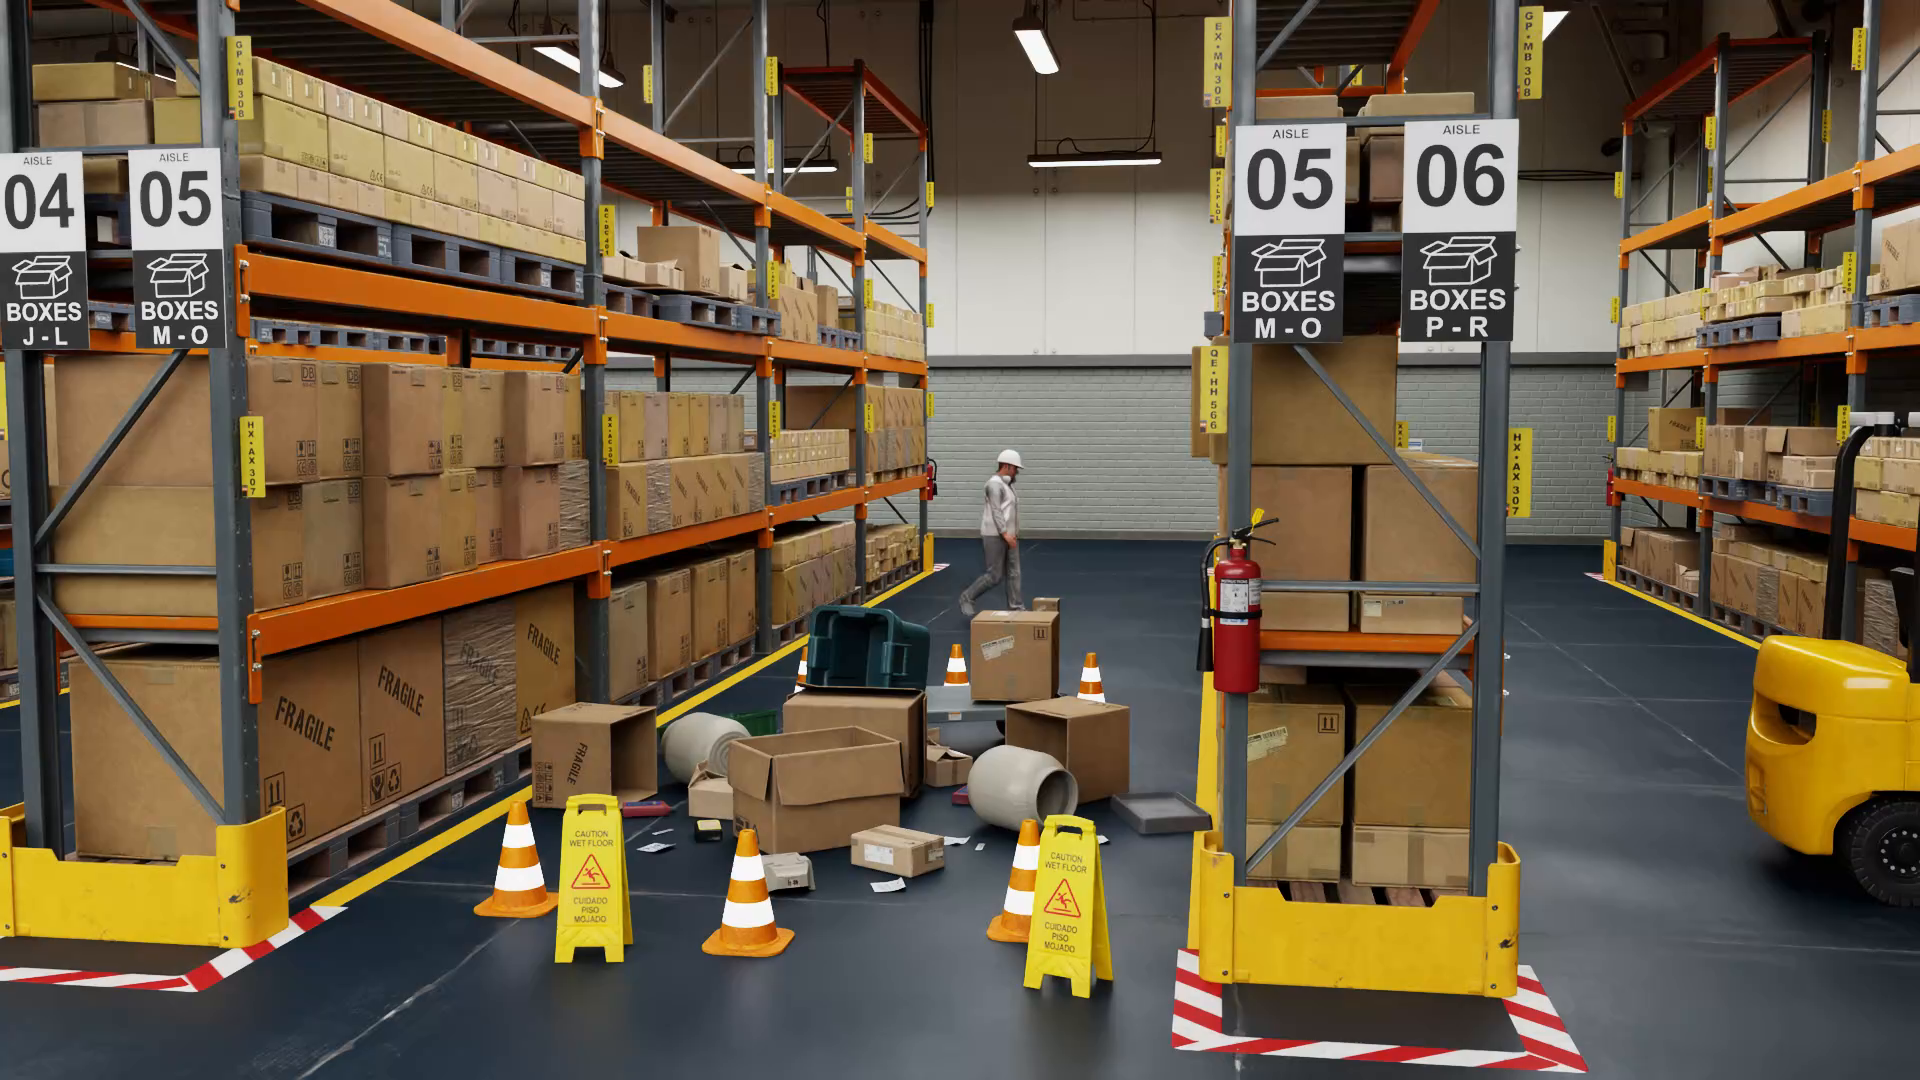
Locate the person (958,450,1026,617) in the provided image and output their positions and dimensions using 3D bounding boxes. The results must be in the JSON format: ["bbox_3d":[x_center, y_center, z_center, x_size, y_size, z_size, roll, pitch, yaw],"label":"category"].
[{"bbox_3d":[0.398,-0.039,16.921,0.851,1.757,0.554,2,5,24],"label":"person"}]
